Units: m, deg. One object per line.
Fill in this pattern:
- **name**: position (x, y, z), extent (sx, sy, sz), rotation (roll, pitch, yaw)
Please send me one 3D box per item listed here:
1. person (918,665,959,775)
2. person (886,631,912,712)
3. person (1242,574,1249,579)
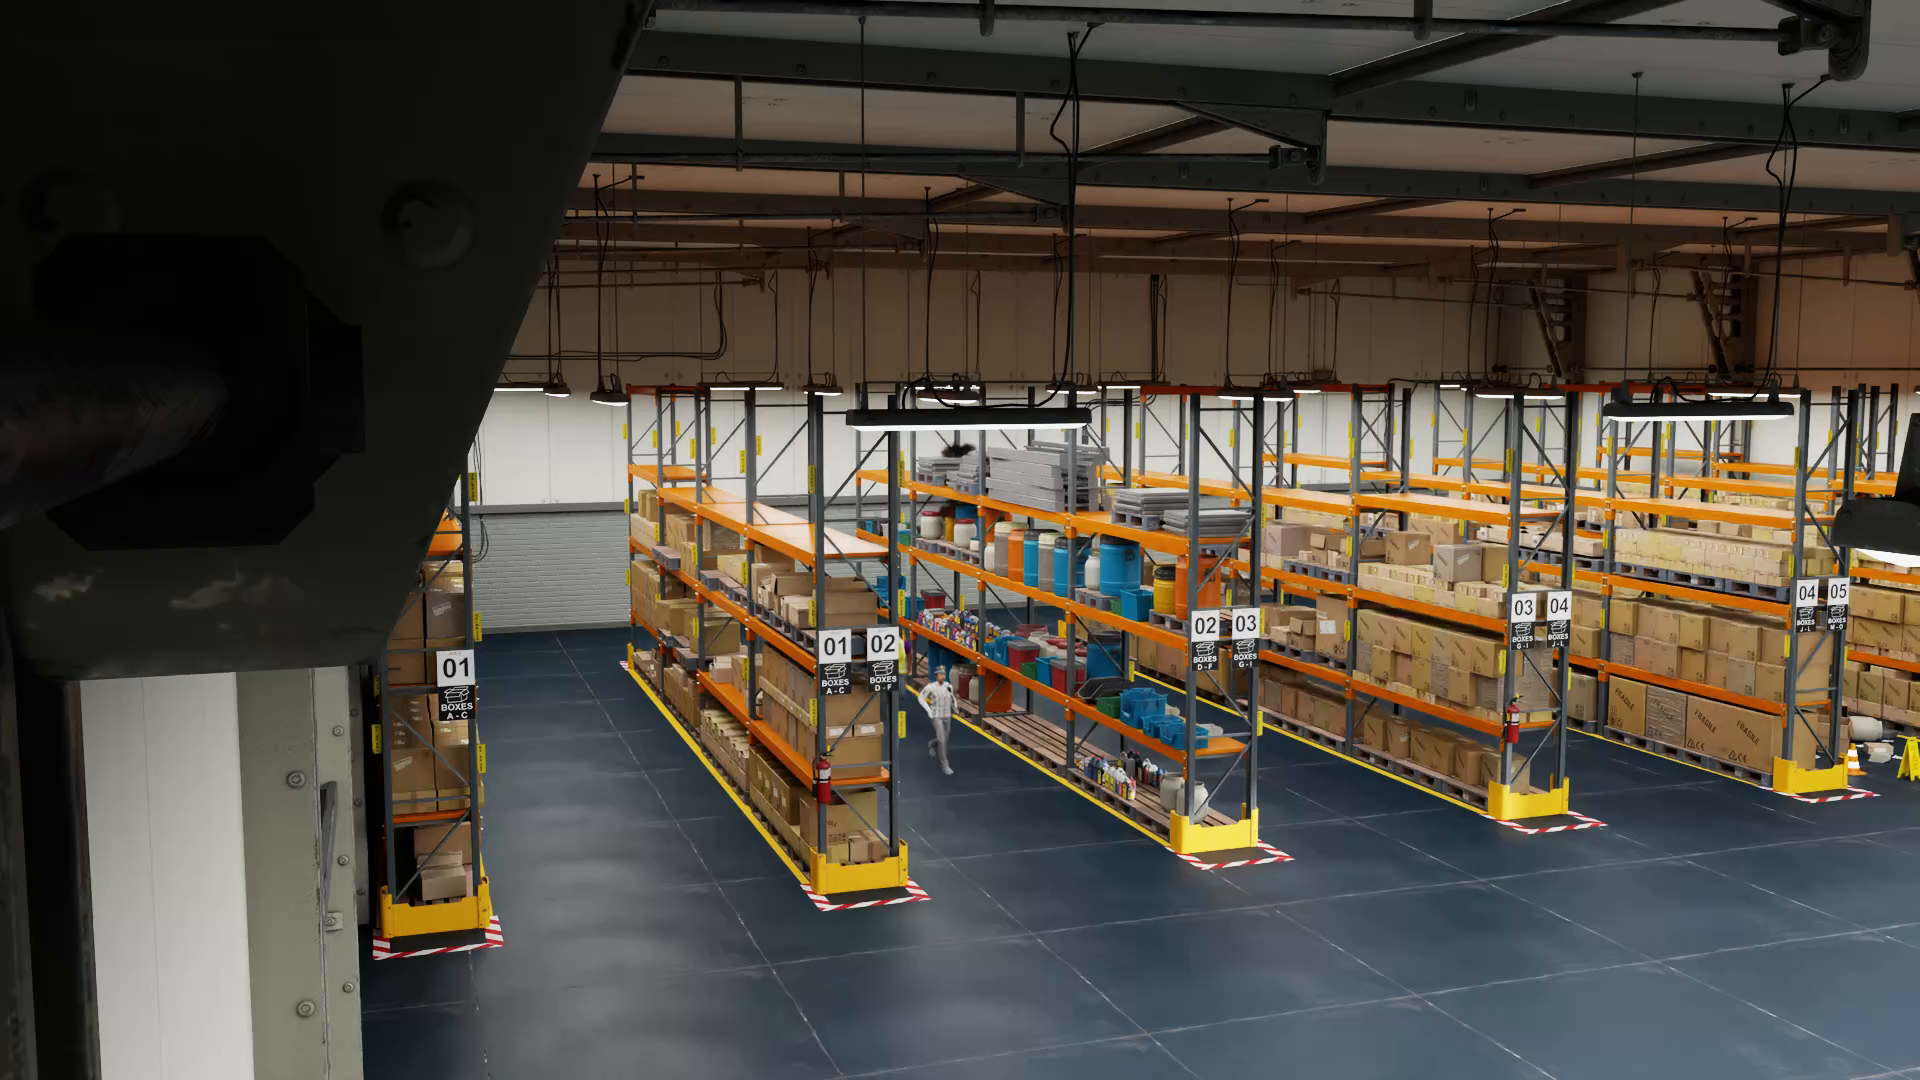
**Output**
- **person**: position (-0.335, 2.802, 26.253), extent (0.618, 1.694, 0.826), rotation (-3, 7, -30)
- **person**: position (-1.201, 2.402, 30.008), extent (0.737, 1.720, 0.705), rotation (-3, 7, -25)
- **person**: position (6.262, 1.675, 36.568), extent (0.682, 1.841, 0.801), rotation (-2, 6, -22)
